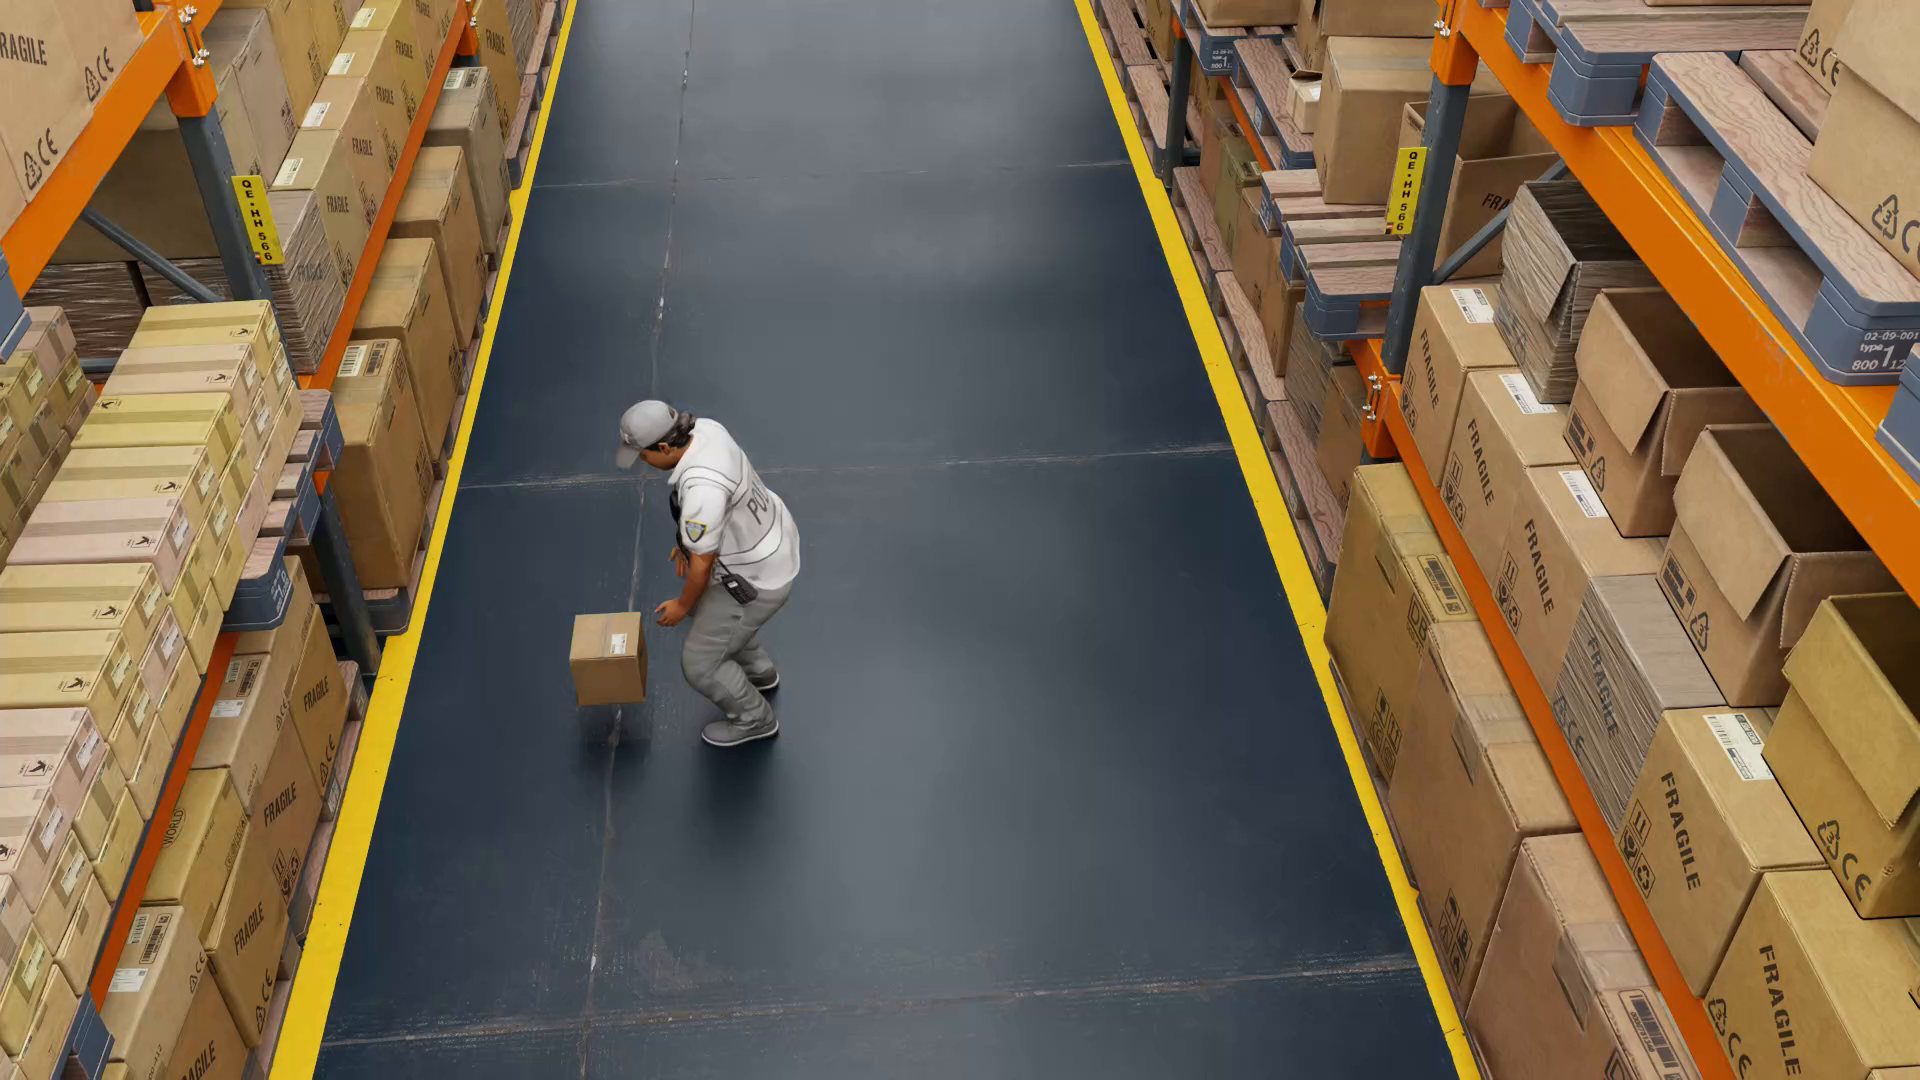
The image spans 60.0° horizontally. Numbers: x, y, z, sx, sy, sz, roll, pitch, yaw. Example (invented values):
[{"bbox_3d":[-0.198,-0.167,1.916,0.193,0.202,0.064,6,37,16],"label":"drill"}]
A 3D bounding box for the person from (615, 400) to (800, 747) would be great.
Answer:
[{"bbox_3d":[-0.892,0.119,6.131,0.611,1.523,0.522,-3,39,-3],"label":"person"}]
